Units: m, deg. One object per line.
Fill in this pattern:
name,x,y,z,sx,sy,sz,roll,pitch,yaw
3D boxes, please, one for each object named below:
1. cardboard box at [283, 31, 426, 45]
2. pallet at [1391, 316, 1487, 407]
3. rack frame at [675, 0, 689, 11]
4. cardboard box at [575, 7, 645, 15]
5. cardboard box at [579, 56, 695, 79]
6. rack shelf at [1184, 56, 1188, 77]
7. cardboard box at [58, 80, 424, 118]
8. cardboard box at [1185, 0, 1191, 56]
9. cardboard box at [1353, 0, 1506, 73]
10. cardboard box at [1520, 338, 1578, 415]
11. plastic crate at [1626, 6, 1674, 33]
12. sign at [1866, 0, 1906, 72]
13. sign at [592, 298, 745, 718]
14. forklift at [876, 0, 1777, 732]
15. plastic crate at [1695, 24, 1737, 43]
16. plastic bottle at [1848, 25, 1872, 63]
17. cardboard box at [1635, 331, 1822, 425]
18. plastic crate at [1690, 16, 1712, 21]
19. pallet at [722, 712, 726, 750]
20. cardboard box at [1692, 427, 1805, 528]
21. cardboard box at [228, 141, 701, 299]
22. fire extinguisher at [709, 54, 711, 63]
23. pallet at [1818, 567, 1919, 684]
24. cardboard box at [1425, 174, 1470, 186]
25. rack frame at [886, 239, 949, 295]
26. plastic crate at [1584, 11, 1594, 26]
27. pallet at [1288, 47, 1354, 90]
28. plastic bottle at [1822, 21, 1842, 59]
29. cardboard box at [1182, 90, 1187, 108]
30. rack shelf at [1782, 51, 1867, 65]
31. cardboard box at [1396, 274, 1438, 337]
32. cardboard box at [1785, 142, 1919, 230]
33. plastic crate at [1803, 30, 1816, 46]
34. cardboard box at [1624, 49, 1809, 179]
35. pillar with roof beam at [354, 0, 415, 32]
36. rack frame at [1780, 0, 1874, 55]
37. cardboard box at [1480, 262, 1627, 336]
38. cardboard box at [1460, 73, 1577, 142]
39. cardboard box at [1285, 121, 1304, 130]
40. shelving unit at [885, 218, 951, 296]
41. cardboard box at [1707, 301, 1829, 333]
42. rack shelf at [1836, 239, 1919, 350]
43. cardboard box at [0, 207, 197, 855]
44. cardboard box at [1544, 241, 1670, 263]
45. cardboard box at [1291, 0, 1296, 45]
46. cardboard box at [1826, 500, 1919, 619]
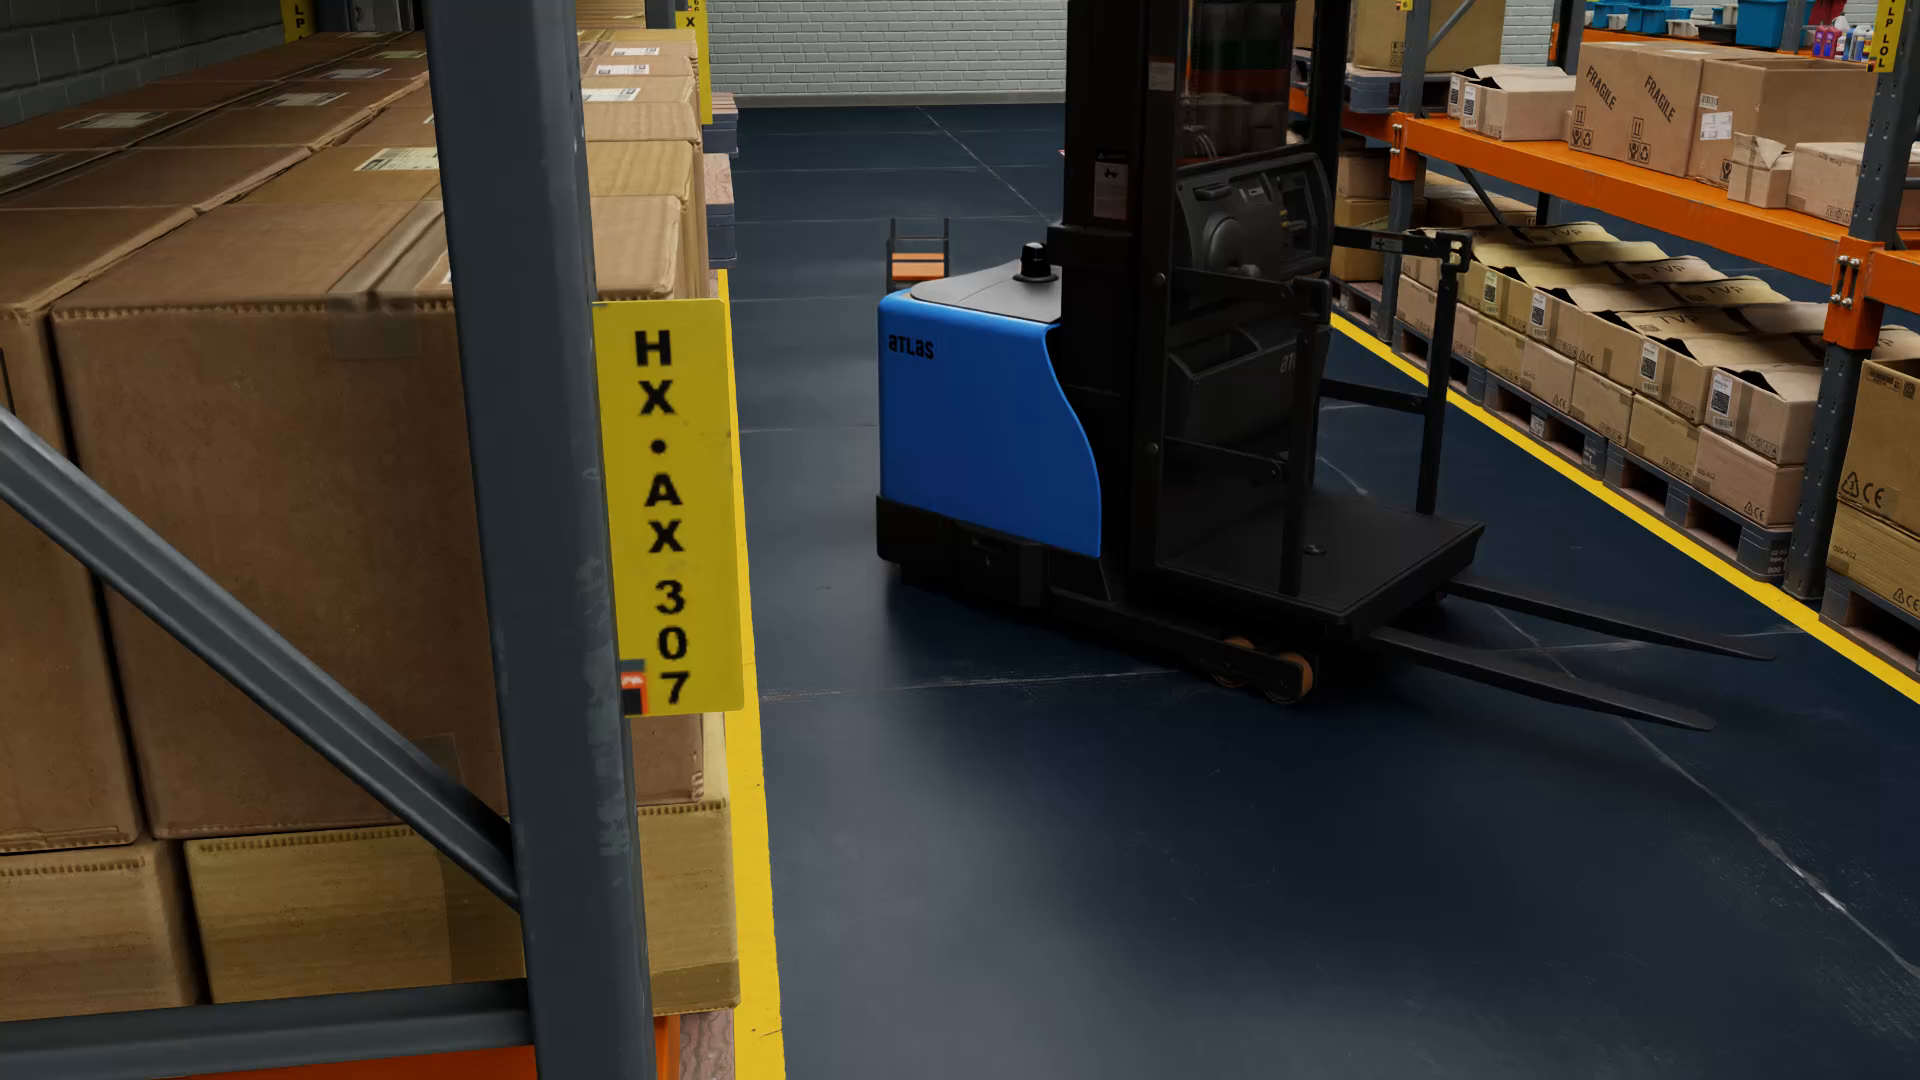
cardboard box,-1.470,-1.087,4.453,0.500,0.500,0.500,-3,21,-9
pallet,3.073,-1.012,9.125,1.003,0.211,1.213,-3,21,-8
rack frame,-1.908,-2.354,8.733,1.000,3.000,0.127,-3,21,-8
cardboard box,-1.570,-1.821,6.532,0.700,0.500,0.500,0,20,0
cardboard box,-0.818,-0.764,3.590,0.500,0.500,0.500,-4,21,-9
rack shelf,2.128,-4.346,15.093,1.077,0.370,4.000,-3,21,-8
cardboard box,-1.247,-0.555,3.030,0.500,0.500,0.500,-3,21,-7
cardboard box,2.091,-4.198,13.525,0.500,0.500,0.500,-3,21,-7
cardboard box,2.791,-3.062,9.883,0.700,0.500,0.500,-10,23,-26
cardboard box,3.006,-0.787,7.865,0.500,0.250,0.500,-2,21,-7
plastic crate,6.642,-5.016,16.012,0.416,0.233,0.300,-3,21,-8
sign,3.034,-1.695,5.426,0.100,0.325,0.005,-3,21,-8
sign,-0.218,-0.018,1.239,0.100,0.325,0.005,-3,21,-8
forklift,1.143,-1.057,5.358,3.031,2.935,1.130,16,26,36
plastic crate,6.892,-4.512,14.818,0.437,0.125,0.590,-3,21,-8
plastic bottle,7.061,-3.875,12.981,0.152,0.276,0.135,-3,21,-8
cardboard box,3.147,-0.698,6.825,0.500,0.311,0.500,-2,21,-6
plastic crate,7.192,-4.958,15.994,0.298,0.136,0.250,-3,21,-8
pallet,-1.200,0.567,4.895,1.003,0.211,1.213,-3,21,-8
cardboard box,3.223,-0.258,6.450,0.500,0.250,0.500,-3,21,-8
cardboard box,-0.588,-0.227,2.151,0.500,0.500,0.500,-3,21,-8
fire extinguisher,-2.626,-4.989,16.430,0.296,0.674,0.183,-3,21,-8
pallet,3.643,0.363,5.442,1.003,0.211,1.213,-3,21,-8
cardboard box,3.062,-2.168,11.177,0.500,0.500,0.500,-3,21,-8
rack frame,-0.161,-0.589,6.579,0.240,1.200,0.015,0,20,0
plastic crate,6.416,-5.311,16.941,0.250,0.136,0.298,-3,21,-8
pallet,2.708,-3.189,11.241,1.003,0.211,1.213,-3,21,-8
plastic bottle,6.969,-3.990,13.278,0.061,0.283,0.133,-3,21,-8
cardboard box,2.162,-4.235,16.711,0.500,0.500,0.500,-3,21,-8
rack shelf,7.607,-3.210,12.051,1.077,0.370,4.000,-3,21,-8
cardboard box,2.778,-1.318,9.288,0.500,0.250,0.500,-3,21,-8
cardboard box,3.456,-1.319,6.174,0.500,0.250,0.500,-2,21,-4
plastic crate,7.393,-4.312,14.265,0.396,0.136,0.243,-3,21,-8
cardboard box,3.327,-1.890,7.347,0.500,0.500,0.500,-3,21,-8
pillar with roof beam,1.683,-4.888,6.943,9.100,9.000,0.400,-3,21,-8
rack frame,7.319,-4.239,13.779,1.000,3.000,0.127,-3,21,-8
cardboard box,2.933,-1.223,8.231,0.500,0.311,0.500,-3,21,-9
cardboard box,2.931,-2.244,8.566,0.500,0.311,0.500,-3,21,-8
cardboard box,2.389,-2.851,11.934,0.500,0.250,0.500,-3,21,-8
shelving unit,-0.164,-0.675,6.808,0.258,1.200,0.503,0,20,0
cardboard box,3.614,-0.900,7.368,0.500,0.311,0.500,-4,21,-10
rack shelf,3.858,-0.191,3.969,1.077,0.370,4.000,-3,21,-8
cardboard box,-1.033,-0.028,1.617,0.500,0.500,0.500,-3,21,-8
cardboard box,3.394,-1.428,8.782,0.500,0.311,0.500,-3,21,-9
cardboard box,2.425,-3.824,11.924,0.700,0.500,0.500,0,20,1
cardboard box,3.337,0.047,5.634,0.500,0.250,0.500,-3,21,-8
